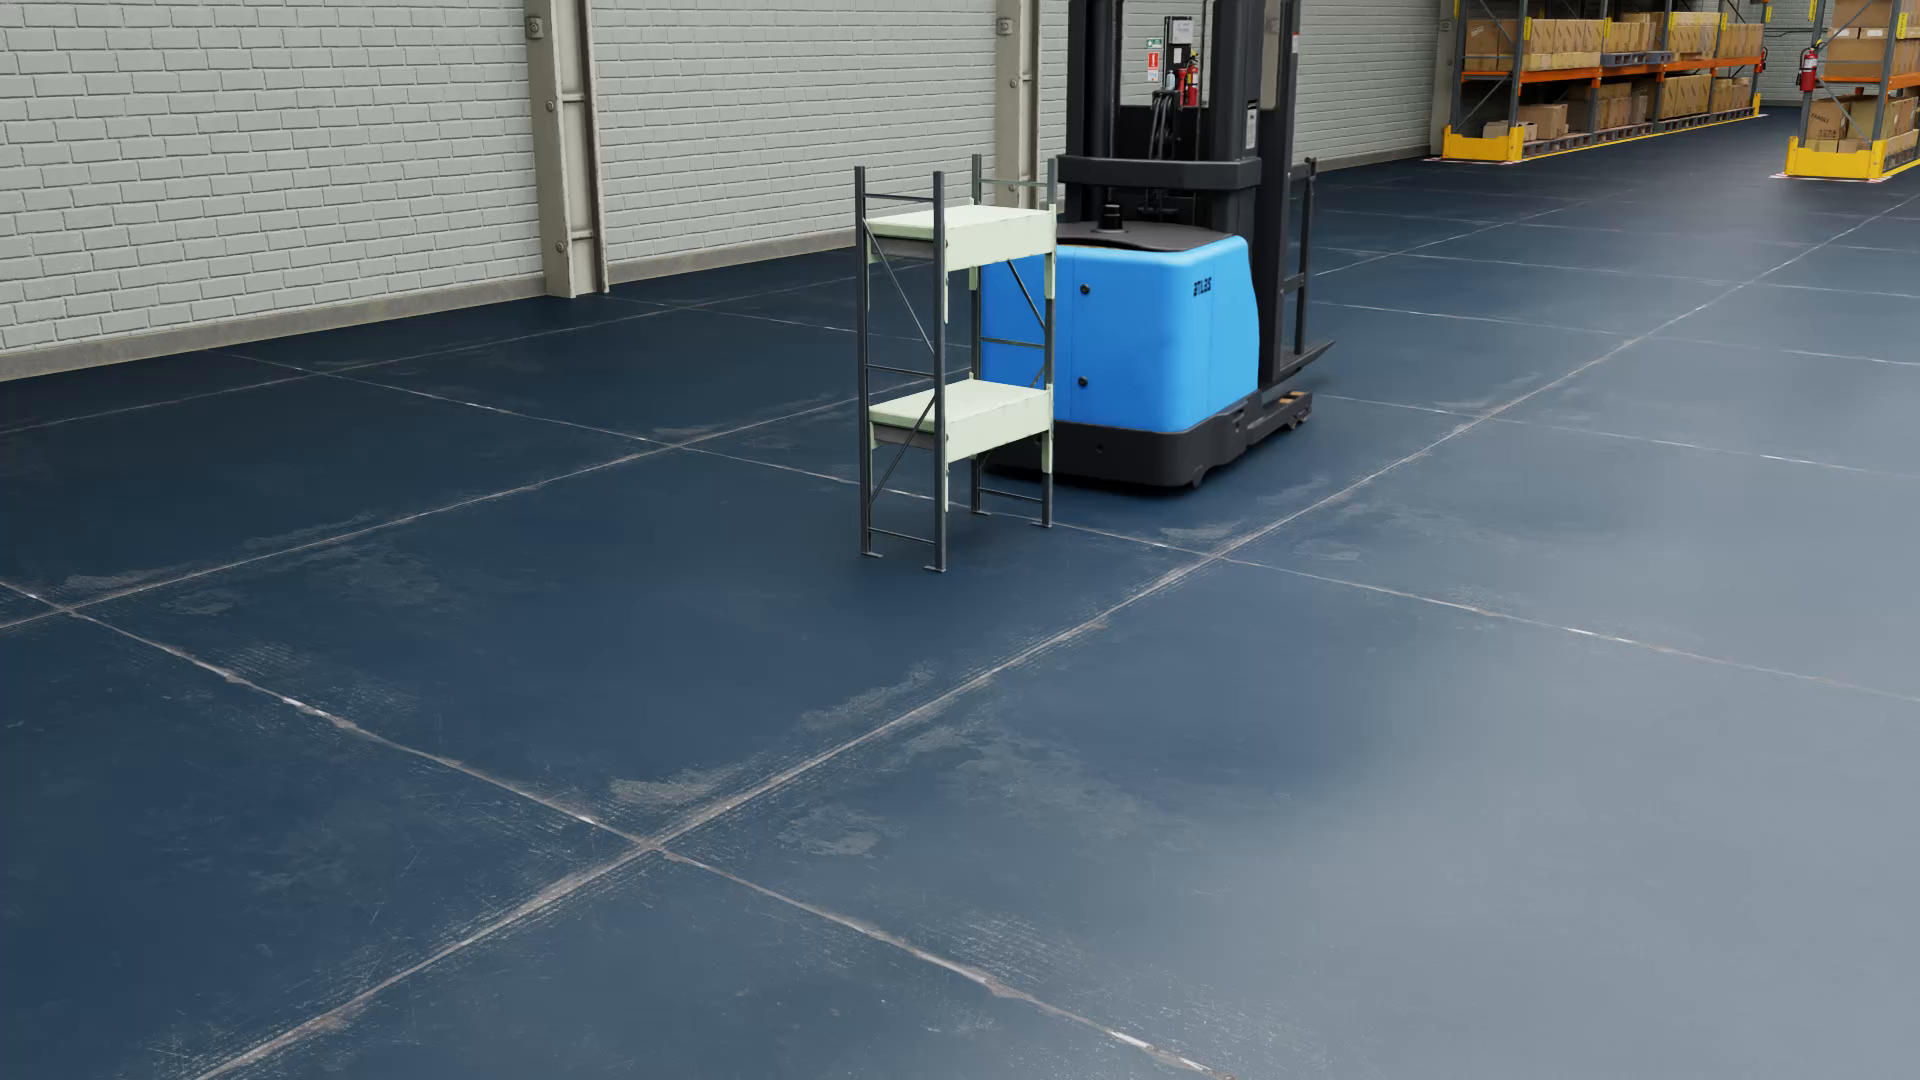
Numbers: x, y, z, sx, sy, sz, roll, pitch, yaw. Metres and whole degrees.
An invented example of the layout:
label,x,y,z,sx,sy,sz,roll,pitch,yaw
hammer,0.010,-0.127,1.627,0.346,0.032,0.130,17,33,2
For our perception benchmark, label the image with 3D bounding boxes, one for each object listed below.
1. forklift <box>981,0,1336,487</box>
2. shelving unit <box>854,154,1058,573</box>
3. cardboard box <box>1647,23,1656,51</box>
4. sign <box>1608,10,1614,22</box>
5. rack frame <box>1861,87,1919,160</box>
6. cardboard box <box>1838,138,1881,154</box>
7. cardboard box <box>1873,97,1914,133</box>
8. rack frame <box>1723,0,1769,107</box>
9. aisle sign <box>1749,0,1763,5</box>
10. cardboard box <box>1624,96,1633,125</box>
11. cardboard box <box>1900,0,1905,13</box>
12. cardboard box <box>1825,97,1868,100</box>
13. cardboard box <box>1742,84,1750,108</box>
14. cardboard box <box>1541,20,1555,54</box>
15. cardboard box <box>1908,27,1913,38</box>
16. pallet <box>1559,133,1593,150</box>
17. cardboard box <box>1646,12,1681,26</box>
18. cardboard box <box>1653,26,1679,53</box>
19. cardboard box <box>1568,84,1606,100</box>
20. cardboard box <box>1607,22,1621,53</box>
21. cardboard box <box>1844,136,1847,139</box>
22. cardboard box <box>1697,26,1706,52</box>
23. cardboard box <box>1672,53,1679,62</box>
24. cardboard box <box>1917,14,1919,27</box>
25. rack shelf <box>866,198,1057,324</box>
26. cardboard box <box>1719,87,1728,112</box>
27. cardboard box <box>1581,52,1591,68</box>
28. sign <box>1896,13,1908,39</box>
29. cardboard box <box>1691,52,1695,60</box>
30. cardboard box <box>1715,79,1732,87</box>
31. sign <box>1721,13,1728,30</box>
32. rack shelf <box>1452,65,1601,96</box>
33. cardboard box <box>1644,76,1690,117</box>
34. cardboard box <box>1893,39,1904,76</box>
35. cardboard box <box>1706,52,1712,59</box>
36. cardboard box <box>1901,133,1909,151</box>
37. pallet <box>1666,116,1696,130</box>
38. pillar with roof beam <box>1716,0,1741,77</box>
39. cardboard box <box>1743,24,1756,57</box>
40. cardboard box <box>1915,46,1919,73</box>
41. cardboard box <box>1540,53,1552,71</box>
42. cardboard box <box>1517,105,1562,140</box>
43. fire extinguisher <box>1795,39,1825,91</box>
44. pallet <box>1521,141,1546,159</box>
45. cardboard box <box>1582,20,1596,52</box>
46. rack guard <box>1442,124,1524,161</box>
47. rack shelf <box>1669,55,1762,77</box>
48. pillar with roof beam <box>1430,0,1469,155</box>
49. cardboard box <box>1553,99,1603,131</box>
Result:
label,x,y,z,sx,sy,sz,roll,pitch,yaw
forklift,1.200,-2.021,8.309,1.130,2.935,3.031,9,19,27
shelving unit,-0.004,-0.715,6.516,0.431,1.500,0.755,12,21,35
cardboard box,12.522,-9.368,30.944,0.700,0.500,0.500,10,20,28
sign,12.346,-9.875,31.532,0.100,0.325,0.005,12,21,35
rack frame,14.391,-7.397,25.506,1.000,3.000,0.127,12,21,35
cardboard box,12.506,-5.420,23.069,0.500,0.250,0.500,12,21,35
cardboard box,13.688,-6.257,24.498,0.500,0.500,0.500,12,21,35
rack frame,17.560,-11.130,37.526,1.000,3.000,0.127,12,21,35
aisle sign,17.844,-12.335,37.025,0.394,0.787,0.004,12,21,35
cardboard box,12.006,-7.958,30.785,0.700,0.500,0.500,12,21,35
cardboard box,12.636,-7.360,23.029,0.700,0.500,0.500,12,21,33
cardboard box,12.971,-6.230,24.411,0.500,0.500,0.500,12,21,35
cardboard box,17.223,-9.952,37.240,0.700,0.500,0.500,12,21,35
cardboard box,8.855,-7.792,25.731,0.500,0.500,0.500,12,21,35
cardboard box,13.331,-7.223,23.684,0.380,0.149,0.250,13,21,35
pallet,10.038,-6.774,28.200,1.003,0.211,1.213,12,21,35
cardboard box,13.288,-9.851,31.440,0.500,0.250,0.500,13,22,36
cardboard box,13.288,-9.494,31.555,0.500,0.500,0.500,13,22,36
cardboard box,11.095,-7.930,29.430,0.500,0.250,0.500,12,21,34
cardboard box,11.080,-8.777,29.038,0.700,0.500,0.500,15,23,40
cardboard box,12.378,-5.633,23.754,0.500,0.250,0.500,12,21,35
cardboard box,14.502,-9.981,33.121,0.500,0.500,0.500,12,21,35
cardboard box,13.559,-9.258,31.889,0.380,0.149,0.250,13,22,36
cardboard box,13.831,-7.837,24.567,0.700,0.500,0.500,12,21,35
rack shelf,-0.004,-1.087,6.400,0.431,0.370,0.720,12,21,35
cardboard box,16.007,-9.463,35.665,0.700,0.500,0.500,12,21,34
cardboard box,10.068,-7.926,27.428,0.500,0.250,0.500,13,21,35
sign,12.450,-6.796,21.978,0.100,0.325,0.005,12,21,35
cardboard box,14.411,-9.641,33.122,0.380,0.149,0.250,12,21,33
cardboard box,16.366,-9.827,35.745,0.380,0.149,0.250,12,21,33
sign,15.618,-10.599,33.997,0.100,0.325,0.005,12,21,35
rack shelf,9.219,-7.452,26.895,1.077,0.370,4.000,12,21,35
cardboard box,13.864,-8.758,32.804,0.750,0.750,0.750,12,21,34
cardboard box,12.905,-6.844,23.557,0.700,0.500,0.500,13,21,35
cardboard box,15.071,-9.872,33.865,0.380,0.149,0.250,13,21,36
cardboard box,13.698,-5.896,24.602,0.500,0.250,0.500,12,21,35
pallet,14.051,-8.356,33.297,1.003,0.211,1.213,12,21,35
pillar with roof beam,21.932,-14.030,36.750,9.100,9.000,0.400,12,21,35
cardboard box,16.840,-10.975,36.520,0.980,0.700,0.700,12,21,34
cardboard box,14.131,-7.338,25.147,0.700,0.500,0.500,12,21,33
cardboard box,8.871,-7.443,25.873,0.500,0.250,0.500,12,21,33
cardboard box,9.328,-6.786,27.011,0.700,0.500,0.500,11,20,31
fire extinguisher,11.564,-6.461,22.623,0.296,0.674,0.183,12,21,35
pallet,8.585,-6.193,26.329,1.003,0.211,1.213,12,21,35
cardboard box,10.084,-8.281,27.306,0.500,0.500,0.500,12,21,34
rack guard,8.072,-6.143,25.683,1.175,0.500,0.348,12,21,35
rack shelf,16.369,-10.310,36.099,1.077,0.370,4.000,12,21,35
pillar with roof beam,11.207,-9.743,22.944,9.100,9.000,0.400,12,21,35
cardboard box,10.835,-7.466,29.202,0.700,0.500,0.500,13,22,37
